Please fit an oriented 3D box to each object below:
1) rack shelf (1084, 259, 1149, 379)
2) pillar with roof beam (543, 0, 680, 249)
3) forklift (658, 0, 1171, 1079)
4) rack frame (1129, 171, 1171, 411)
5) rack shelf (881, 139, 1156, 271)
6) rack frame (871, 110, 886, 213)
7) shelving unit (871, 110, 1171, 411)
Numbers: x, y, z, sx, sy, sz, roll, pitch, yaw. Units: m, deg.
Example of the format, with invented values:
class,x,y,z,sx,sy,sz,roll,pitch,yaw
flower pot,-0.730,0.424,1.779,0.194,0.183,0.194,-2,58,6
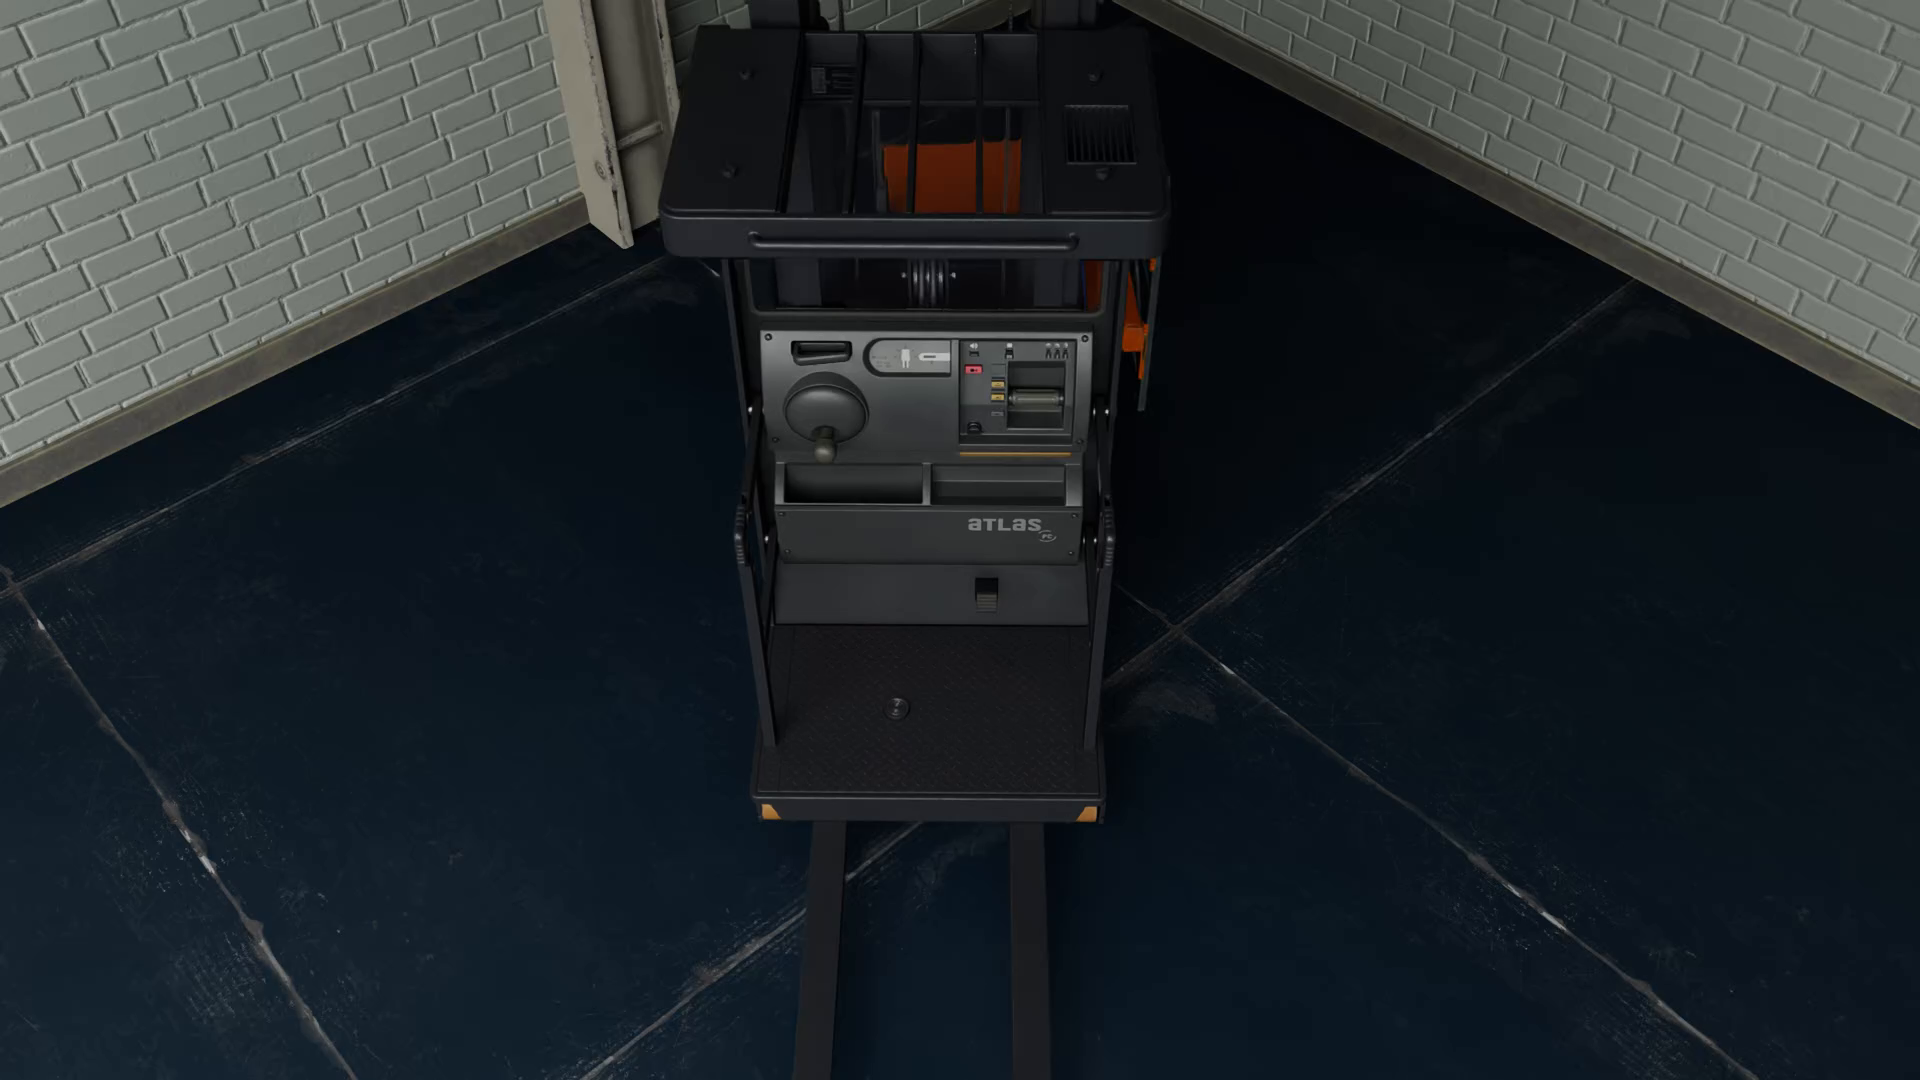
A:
class,x,y,z,sx,sy,sz,roll,pitch,yaw
rack shelf,0.210,-0.897,6.645,1.000,0.278,0.538,-3,47,-3
pillar with roof beam,1.436,-2.195,2.152,0.400,9.000,9.100,-34,56,-27
forklift,-0.093,-0.318,4.549,1.130,2.935,3.031,0,47,0
rack frame,0.717,-1.088,6.489,0.032,1.125,0.500,-3,47,-3
rack shelf,0.210,-1.261,6.250,1.000,0.278,0.538,-3,47,-3
rack frame,-0.297,-1.037,6.442,0.032,1.125,0.500,-3,47,-3
shelving unit,0.210,-1.063,6.465,1.048,1.125,0.538,-3,47,-3
